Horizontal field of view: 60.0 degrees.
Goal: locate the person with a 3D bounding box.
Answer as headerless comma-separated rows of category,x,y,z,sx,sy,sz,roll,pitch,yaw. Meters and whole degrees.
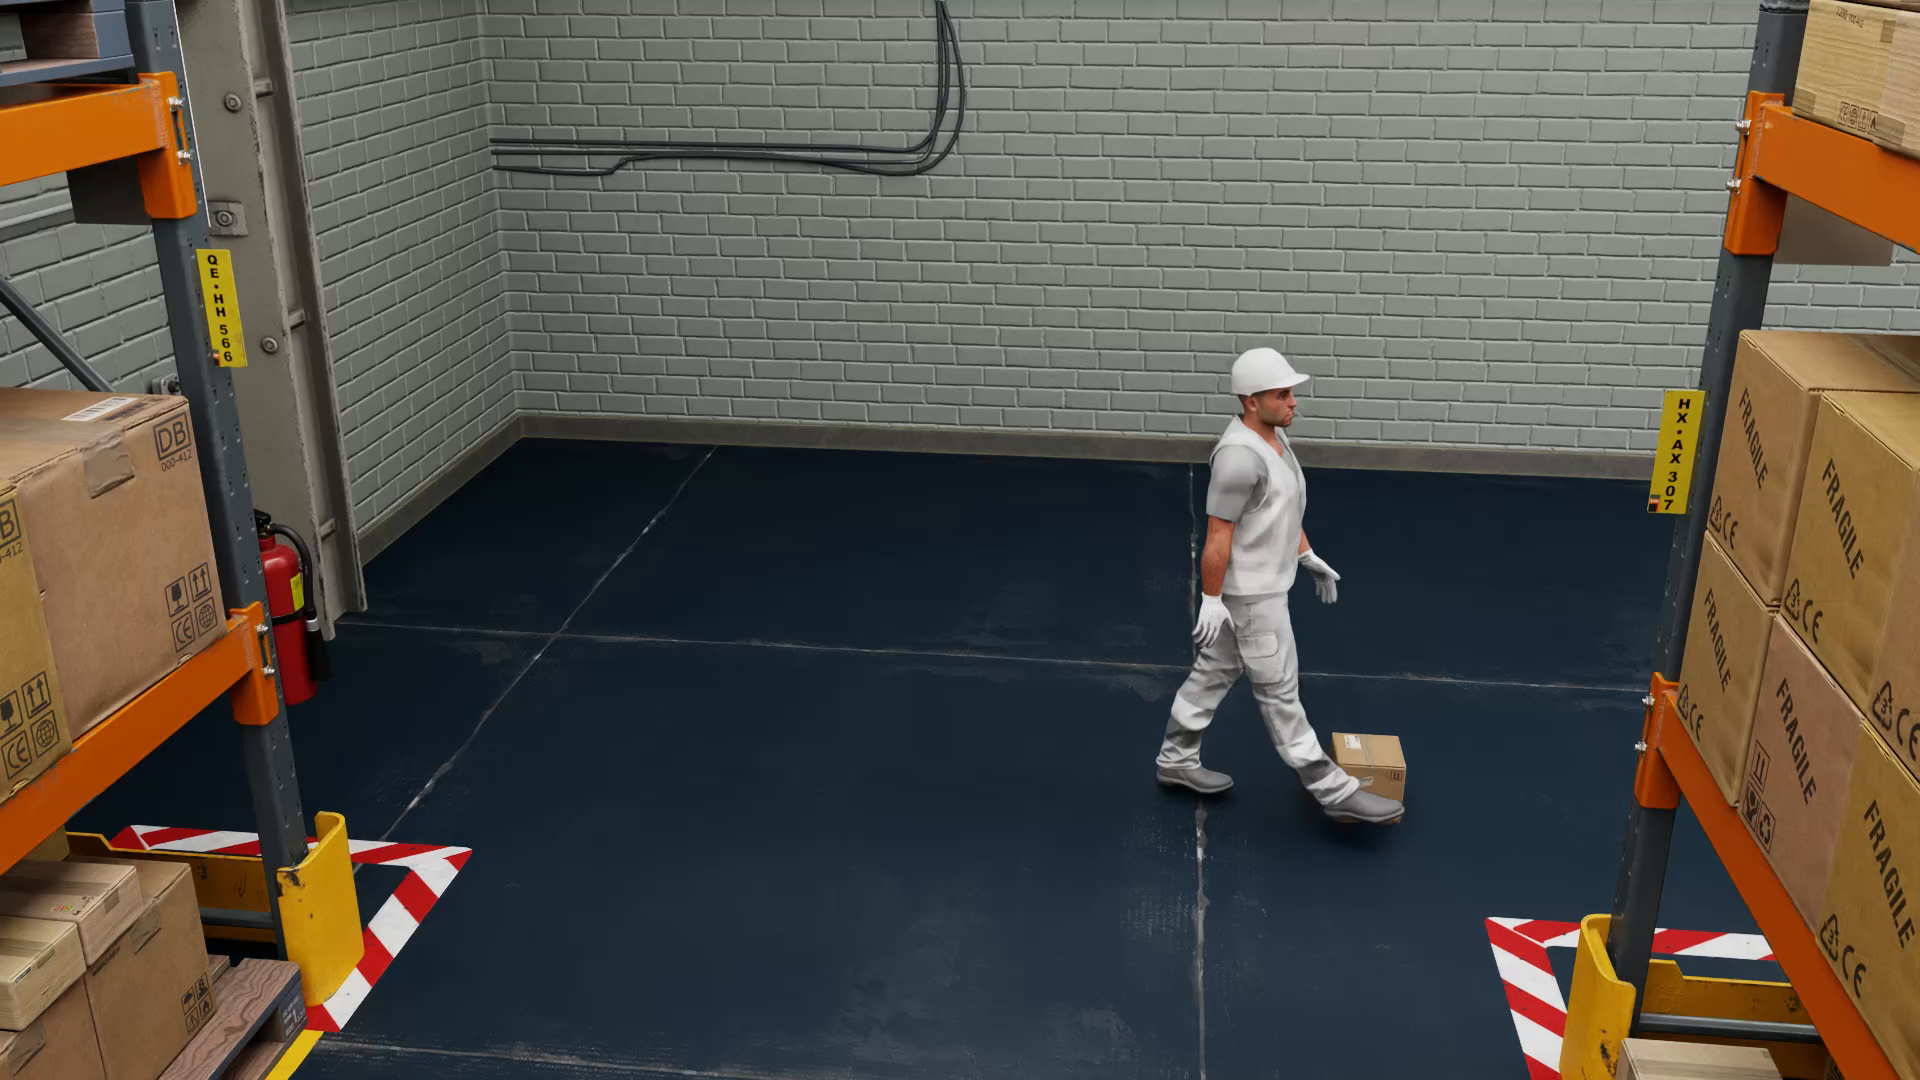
person,1.214,0.169,6.054,0.950,1.752,0.552,6,22,16
